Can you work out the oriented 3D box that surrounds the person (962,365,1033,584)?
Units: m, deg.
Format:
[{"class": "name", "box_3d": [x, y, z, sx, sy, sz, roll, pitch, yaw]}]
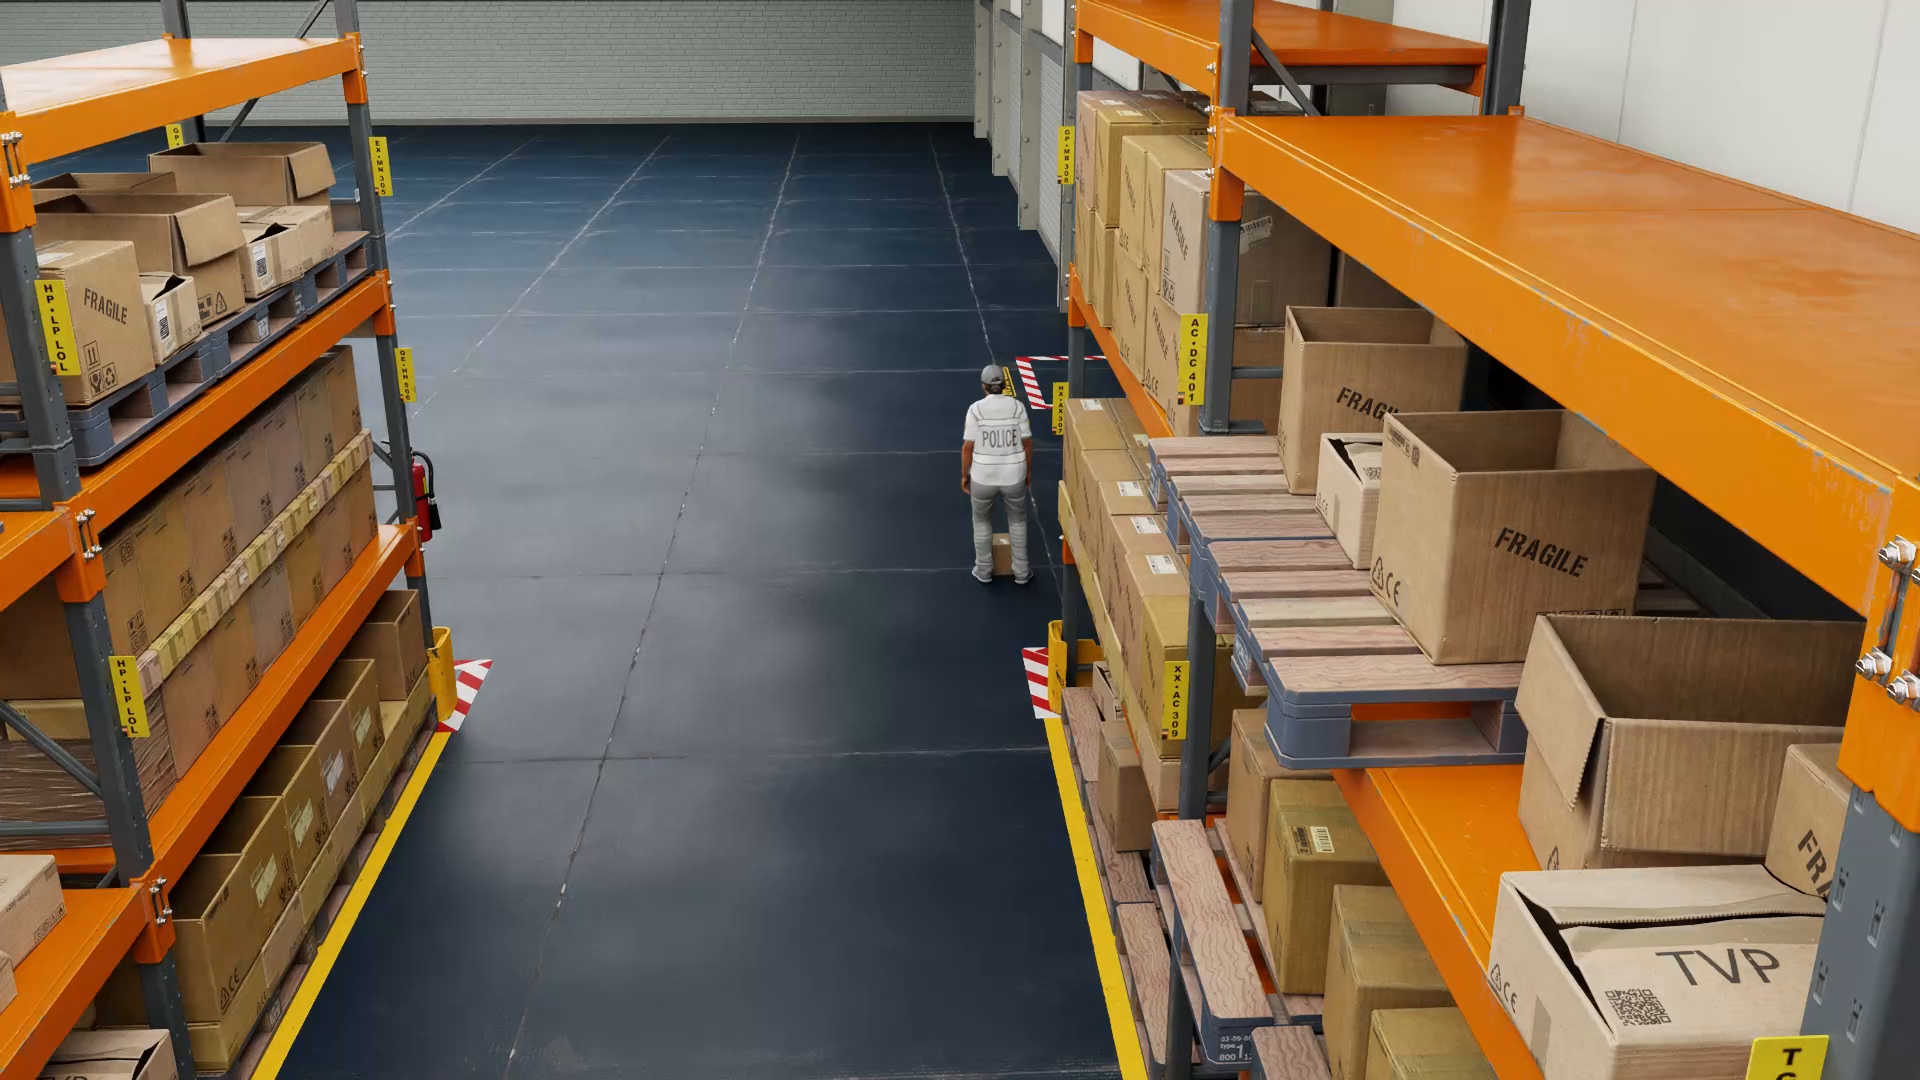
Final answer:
[{"class": "person", "box_3d": [0.287, -0.475, 12.337, 0.564, 1.666, 0.466, -2, 21, -6]}]
